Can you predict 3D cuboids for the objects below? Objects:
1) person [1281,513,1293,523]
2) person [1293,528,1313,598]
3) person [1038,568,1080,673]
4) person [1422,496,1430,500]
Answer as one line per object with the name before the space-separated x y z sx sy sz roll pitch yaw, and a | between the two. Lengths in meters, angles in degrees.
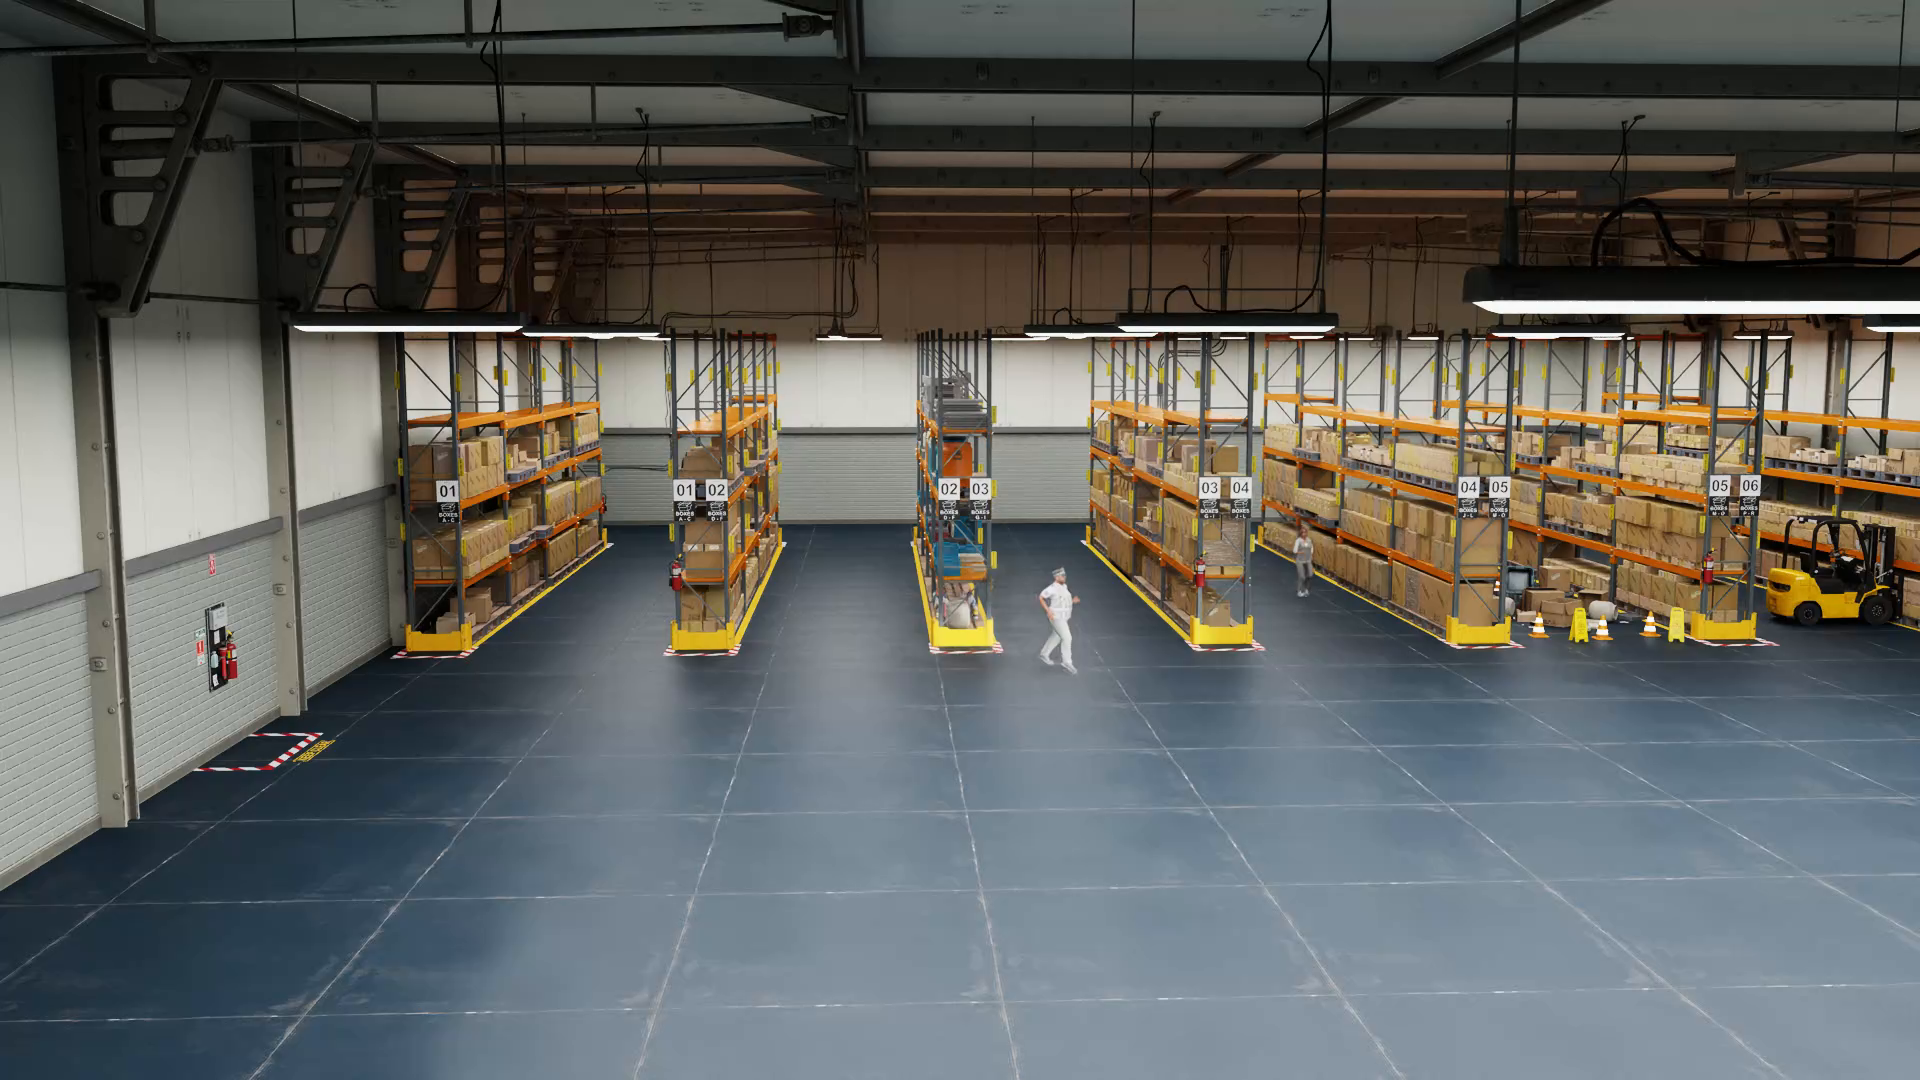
person | 9.825 -0.936 49.125 0.831 1.780 0.697 0 7 0
person | 7.777 0.514 37.518 0.519 1.582 0.615 -1 7 -6
person | 1.736 1.394 29.275 0.837 1.839 0.642 3 7 24
person | 13.870 -0.913 49.508 0.550 1.624 0.609 1 7 5
